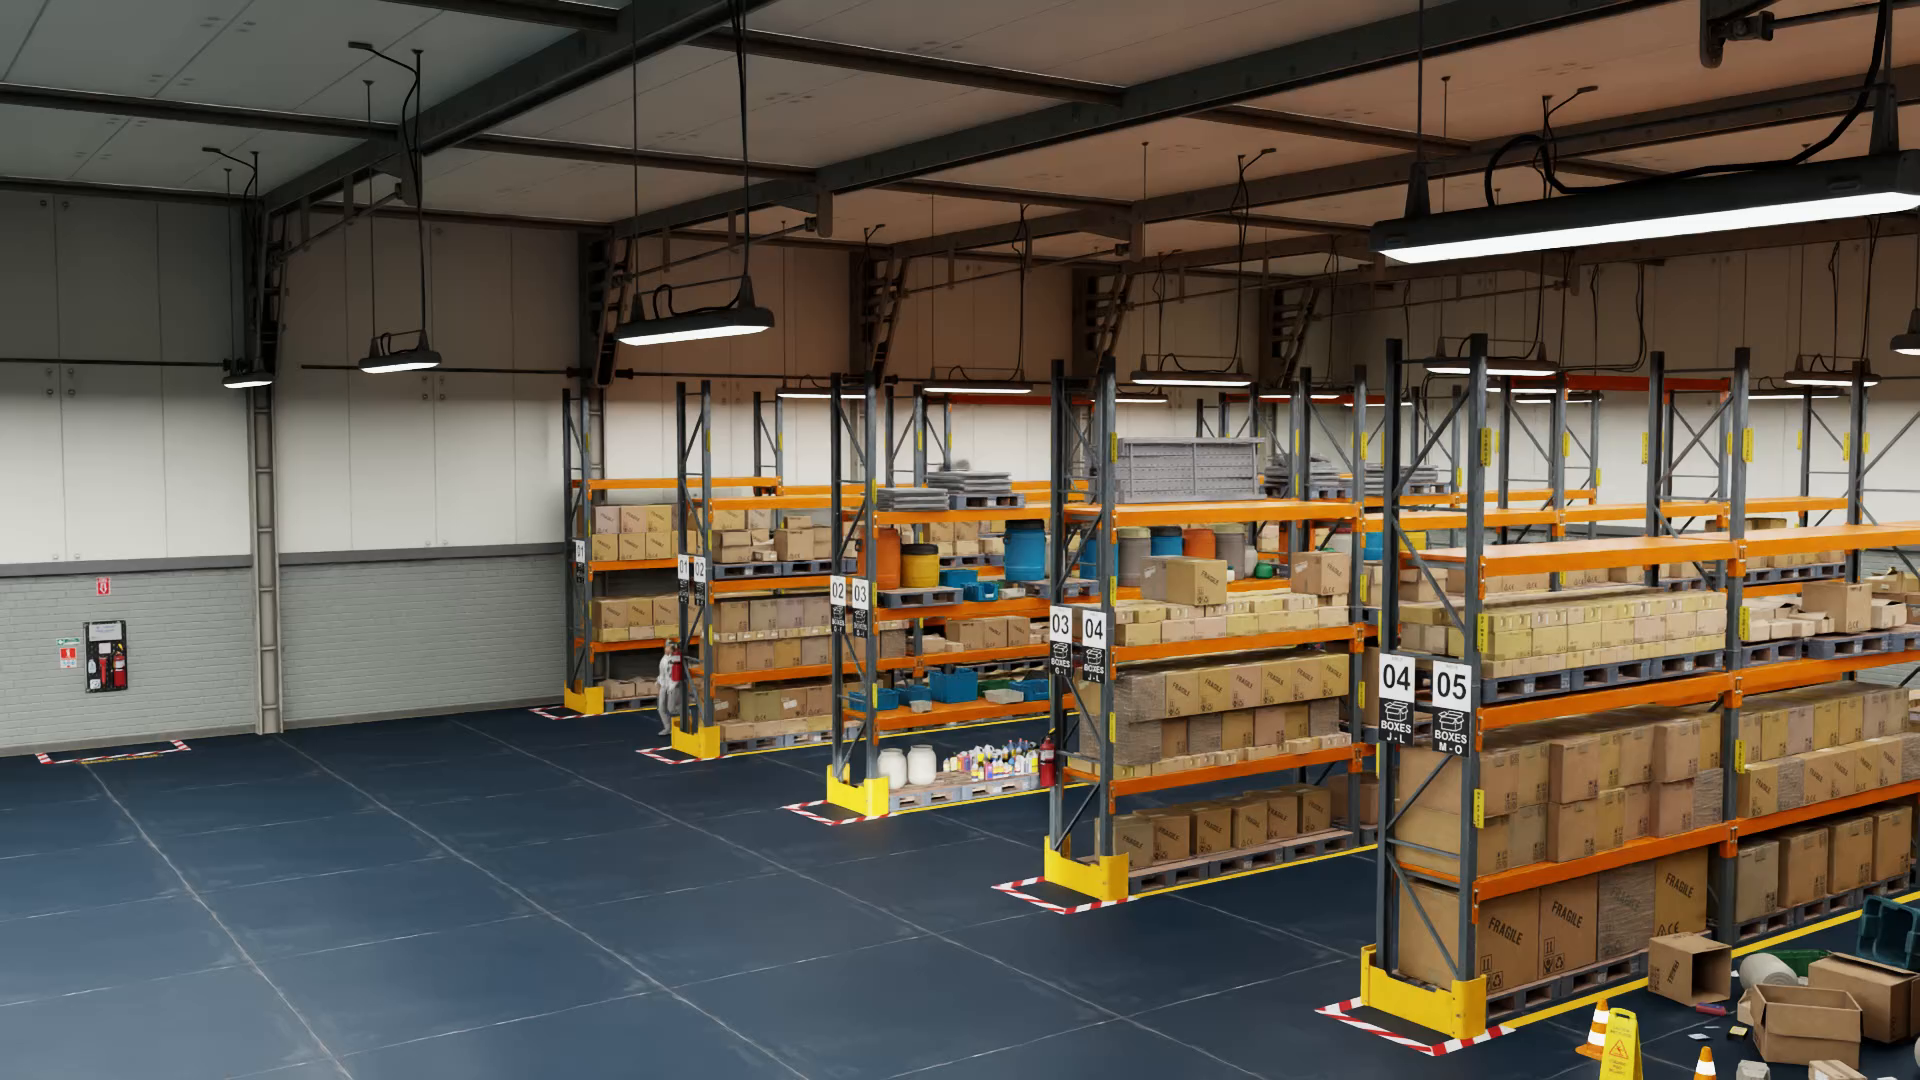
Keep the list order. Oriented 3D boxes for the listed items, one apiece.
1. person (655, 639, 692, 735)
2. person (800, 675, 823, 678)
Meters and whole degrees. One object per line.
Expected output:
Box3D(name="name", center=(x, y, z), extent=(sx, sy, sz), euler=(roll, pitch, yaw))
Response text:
Box3D(name="person", center=(-4.924, 2.500, 28.549), extent=(0.661, 1.646, 0.654), euler=(3, 5, 37))
Box3D(name="person", center=(-2.735, 2.082, 30.719), extent=(0.901, 1.683, 0.558), euler=(-4, 5, -44))
